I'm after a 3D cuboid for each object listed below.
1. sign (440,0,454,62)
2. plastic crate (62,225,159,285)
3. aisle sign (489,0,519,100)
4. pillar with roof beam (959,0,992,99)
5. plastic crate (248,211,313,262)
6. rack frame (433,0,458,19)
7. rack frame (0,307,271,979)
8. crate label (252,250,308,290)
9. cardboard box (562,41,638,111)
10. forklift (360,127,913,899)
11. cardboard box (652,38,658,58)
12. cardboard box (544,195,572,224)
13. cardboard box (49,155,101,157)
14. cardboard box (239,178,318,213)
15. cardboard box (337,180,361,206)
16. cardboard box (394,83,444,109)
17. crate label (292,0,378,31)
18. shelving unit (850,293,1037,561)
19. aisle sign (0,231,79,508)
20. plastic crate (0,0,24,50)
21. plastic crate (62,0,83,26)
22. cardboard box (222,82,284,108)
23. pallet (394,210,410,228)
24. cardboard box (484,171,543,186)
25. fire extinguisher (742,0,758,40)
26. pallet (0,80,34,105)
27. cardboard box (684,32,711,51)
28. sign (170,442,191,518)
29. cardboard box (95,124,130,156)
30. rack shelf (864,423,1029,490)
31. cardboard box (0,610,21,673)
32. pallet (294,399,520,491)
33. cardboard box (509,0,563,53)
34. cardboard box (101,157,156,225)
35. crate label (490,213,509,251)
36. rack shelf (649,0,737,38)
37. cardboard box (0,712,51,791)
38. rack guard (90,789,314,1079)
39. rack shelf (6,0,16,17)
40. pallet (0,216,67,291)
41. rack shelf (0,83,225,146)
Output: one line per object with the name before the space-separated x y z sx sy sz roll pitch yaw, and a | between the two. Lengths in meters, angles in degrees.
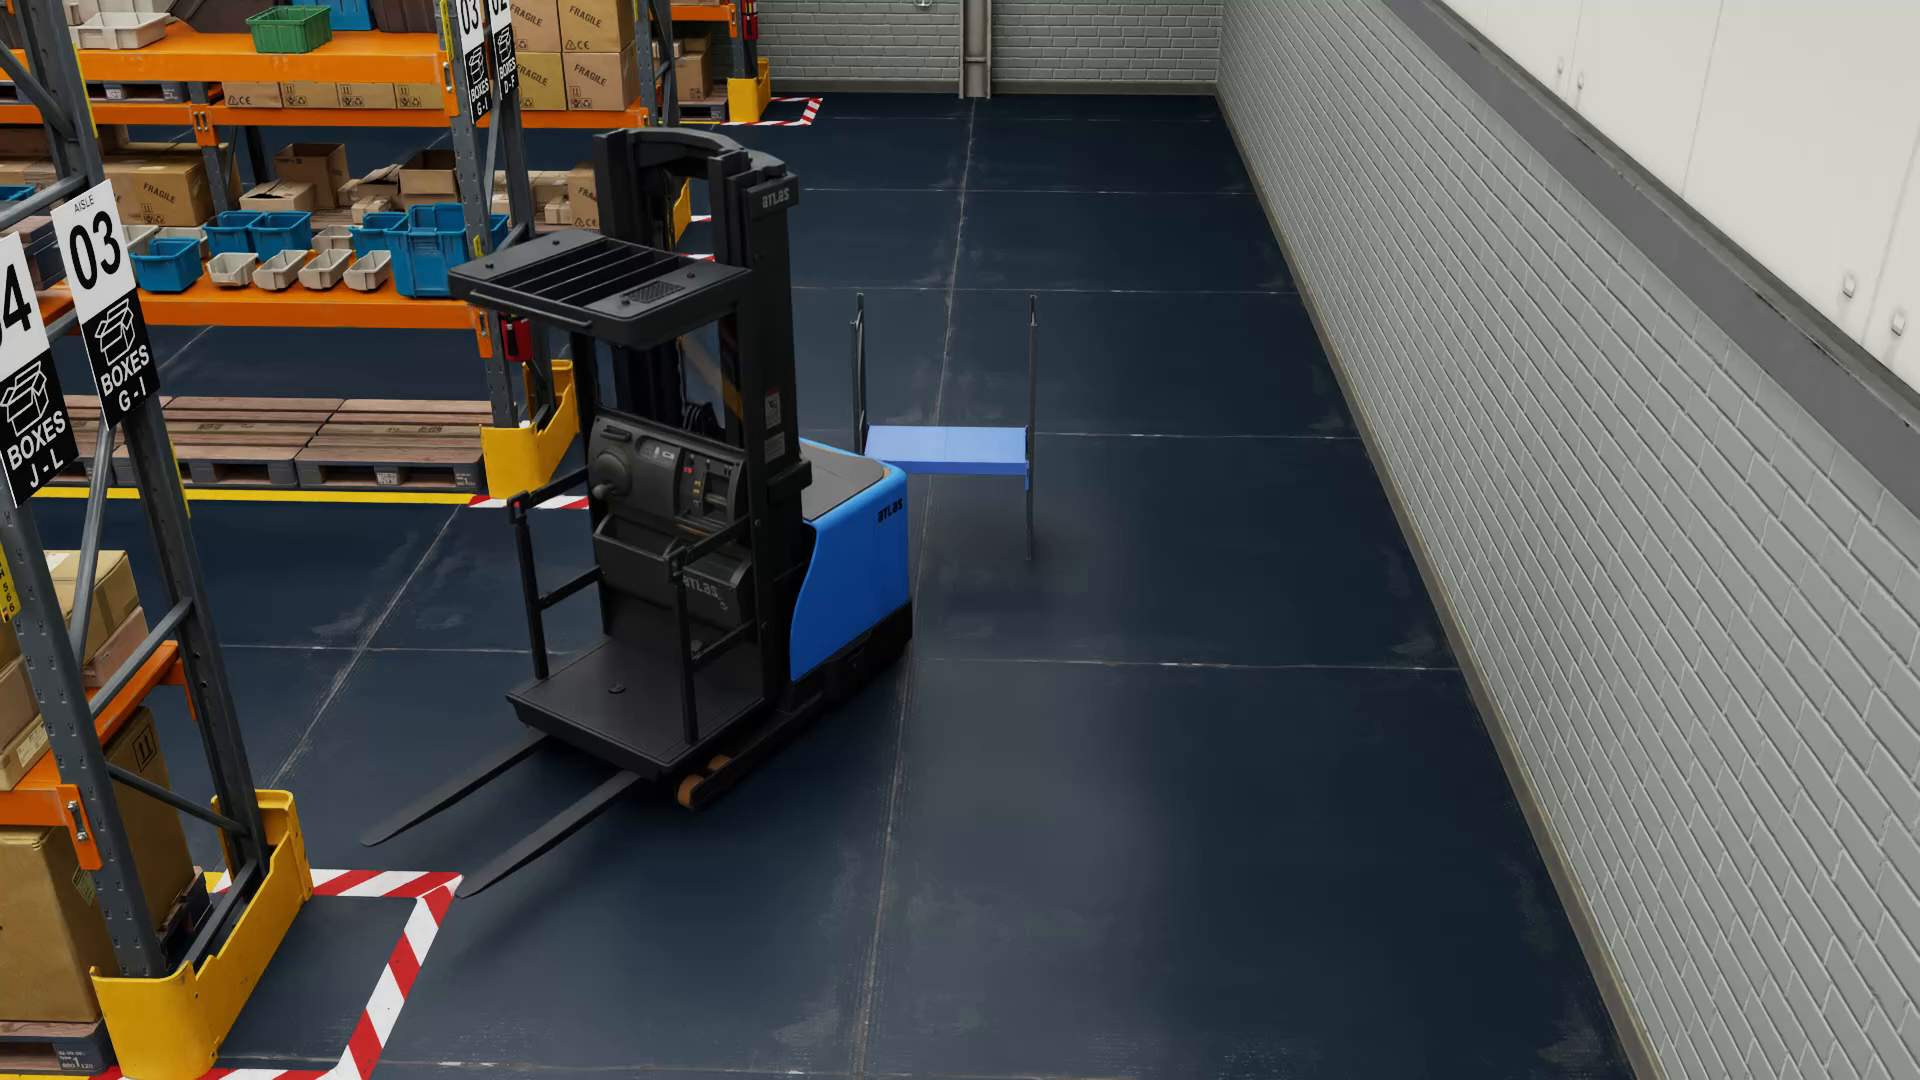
sign | -2.892 -2.875 9.379 0.005 0.325 0.100 1 28 2
plastic crate | -5.367 -1.782 10.472 0.530 0.282 0.437 1 28 2
aisle sign | -2.806 -3.140 10.195 0.004 0.787 0.394 1 28 2
pillar with roof beam | 0.038 -7.486 14.765 0.400 9.000 9.100 1 28 2
plastic crate | -4.440 -1.986 10.908 0.300 0.233 0.416 1 28 2
rack frame | -2.889 -4.504 9.138 0.127 3.000 1.000 1 28 2
rack frame | -3.064 0.465 6.170 0.127 3.000 1.000 1 28 2
crate label | -4.278 -1.697 10.466 0.243 0.136 0.396 1 28 2
cardboard box | -3.167 -4.096 14.667 0.500 0.500 0.500 2 28 3
forklift | -1.504 -0.275 7.638 1.130 2.935 3.031 18 33 30
cardboard box | -3.632 -5.744 19.410 0.250 0.149 0.380 2 28 3
cardboard box | -3.664 -3.057 15.369 0.250 0.166 0.380 1 28 2
cardboard box | -8.215 -3.465 15.784 0.500 0.500 0.500 1 28 2
cardboard box | -6.296 -3.136 15.364 0.500 0.311 0.500 1 28 2
cardboard box | -5.751 -3.318 15.881 0.250 0.149 0.380 1 28 2
cardboard box | -4.688 -4.122 14.717 0.500 0.500 0.500 1 28 1
crate label | -3.799 -3.279 10.190 0.502 0.251 0.408 1 28 2
shelving unit | -0.085 -0.664 9.901 1.048 1.500 0.538 1 28 2
aisle sign | -3.002 -0.542 5.294 0.004 0.787 0.394 1 28 2
plastic crate | -5.655 -3.038 9.715 0.590 0.269 0.497 1 28 2
plastic crate | -5.602 -3.285 10.324 0.466 0.136 0.293 1 28 2
cardboard box | -6.208 -4.146 14.762 0.500 0.500 0.500 2 28 3
pallet | -4.799 -2.975 15.637 1.213 0.211 1.003 1 28 2
cardboard box | -4.243 -3.310 15.757 0.500 0.250 0.500 1 28 2
fire extinguisher | -2.405 -6.073 18.985 0.183 0.674 0.296 1 28 2
pallet | -8.762 -4.189 15.155 1.213 0.211 1.003 1 28 2
cardboard box | -3.110 -5.915 19.733 0.250 0.149 0.380 1 28 2
sign | -3.038 -0.212 6.439 0.005 0.325 0.100 1 28 2
cardboard box | -8.182 -3.798 15.610 0.500 0.250 0.500 1 28 2
rack shelf | -0.085 -0.505 9.986 1.000 0.185 0.538 1 28 2
cardboard box | -3.560 0.184 5.743 0.500 0.500 0.500 1 28 2
pallet | -3.712 -0.653 11.257 1.213 0.211 1.003 1 28 2
cardboard box | -3.670 -4.544 14.446 0.500 0.500 0.500 2 28 3
cardboard box | -7.705 -3.214 15.309 0.500 0.500 0.500 1 28 2
crate label | -3.124 -1.964 10.867 0.303 0.233 0.416 1 28 2
rack shelf | -4.538 -6.206 19.522 4.000 0.370 1.077 1 28 2
cardboard box | -3.431 0.724 5.949 0.250 0.149 0.380 1 28 3
rack guard | -3.040 1.570 6.755 0.348 0.500 1.175 1 28 2
rack shelf | -5.062 -1.724 5.090 4.000 0.370 1.077 1 28 2
pallet | -3.805 -0.828 5.502 1.213 0.211 1.003 1 28 2
rack shelf | -8.707 -3.953 15.273 4.000 0.370 1.077 1 28 2
